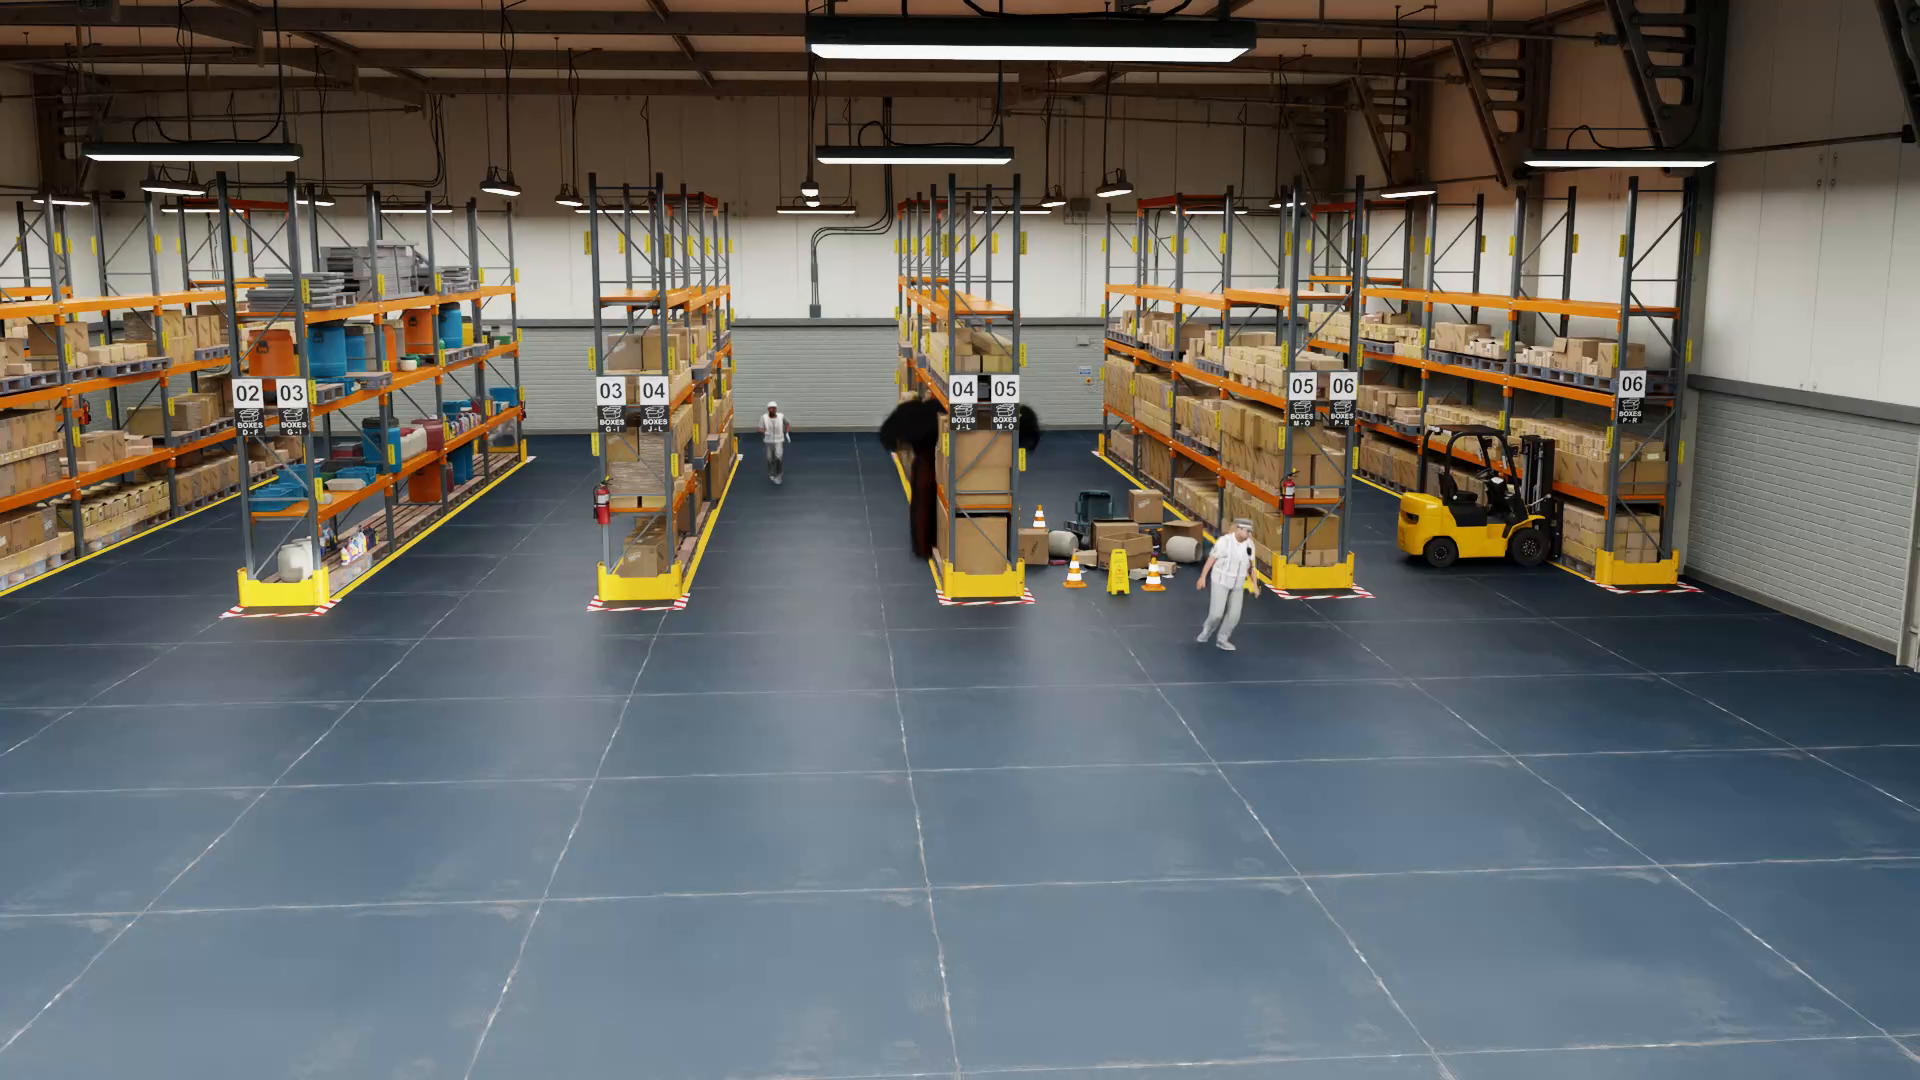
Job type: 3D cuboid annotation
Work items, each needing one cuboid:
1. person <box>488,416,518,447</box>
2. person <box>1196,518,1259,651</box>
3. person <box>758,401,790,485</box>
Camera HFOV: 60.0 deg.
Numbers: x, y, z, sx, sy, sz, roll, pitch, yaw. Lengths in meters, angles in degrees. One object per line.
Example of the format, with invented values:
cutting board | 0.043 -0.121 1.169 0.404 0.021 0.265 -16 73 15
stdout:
person | -11.227 -2.957 41.007 0.980 1.624 0.612 -1 10 -7
person | 3.339 0.544 20.755 0.712 1.701 0.622 -4 11 -22
person | -3.931 -2.046 35.184 0.658 1.784 0.796 -1 10 -4
